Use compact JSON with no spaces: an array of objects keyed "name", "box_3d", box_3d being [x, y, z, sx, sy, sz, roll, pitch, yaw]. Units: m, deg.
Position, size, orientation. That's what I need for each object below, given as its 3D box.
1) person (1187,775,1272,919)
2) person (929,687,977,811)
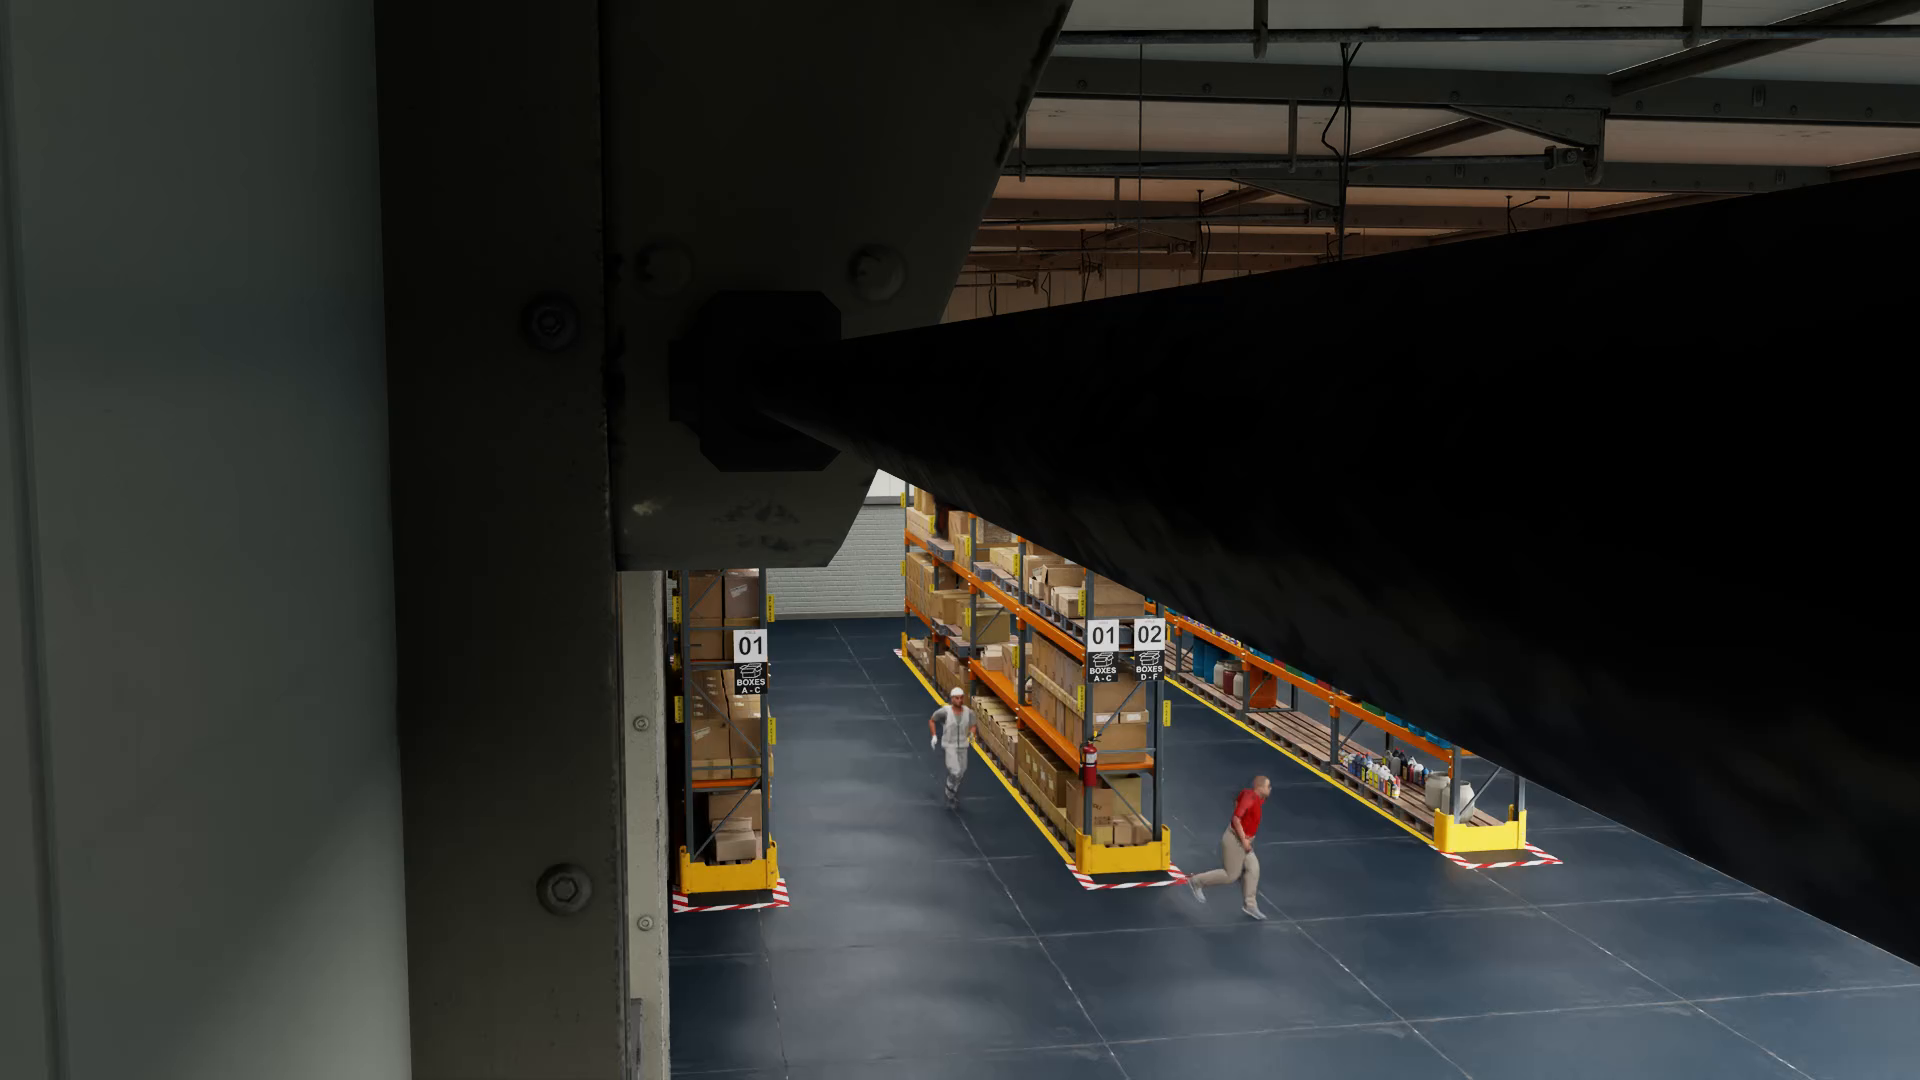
[{"name":"person","box_3d":[3.123,3.540,19.280,0.948,1.703,0.675,1,6,11]},{"name":"person","box_3d":[-0.061,2.982,23.755,0.647,1.776,0.786,-2,6,-22]}]
